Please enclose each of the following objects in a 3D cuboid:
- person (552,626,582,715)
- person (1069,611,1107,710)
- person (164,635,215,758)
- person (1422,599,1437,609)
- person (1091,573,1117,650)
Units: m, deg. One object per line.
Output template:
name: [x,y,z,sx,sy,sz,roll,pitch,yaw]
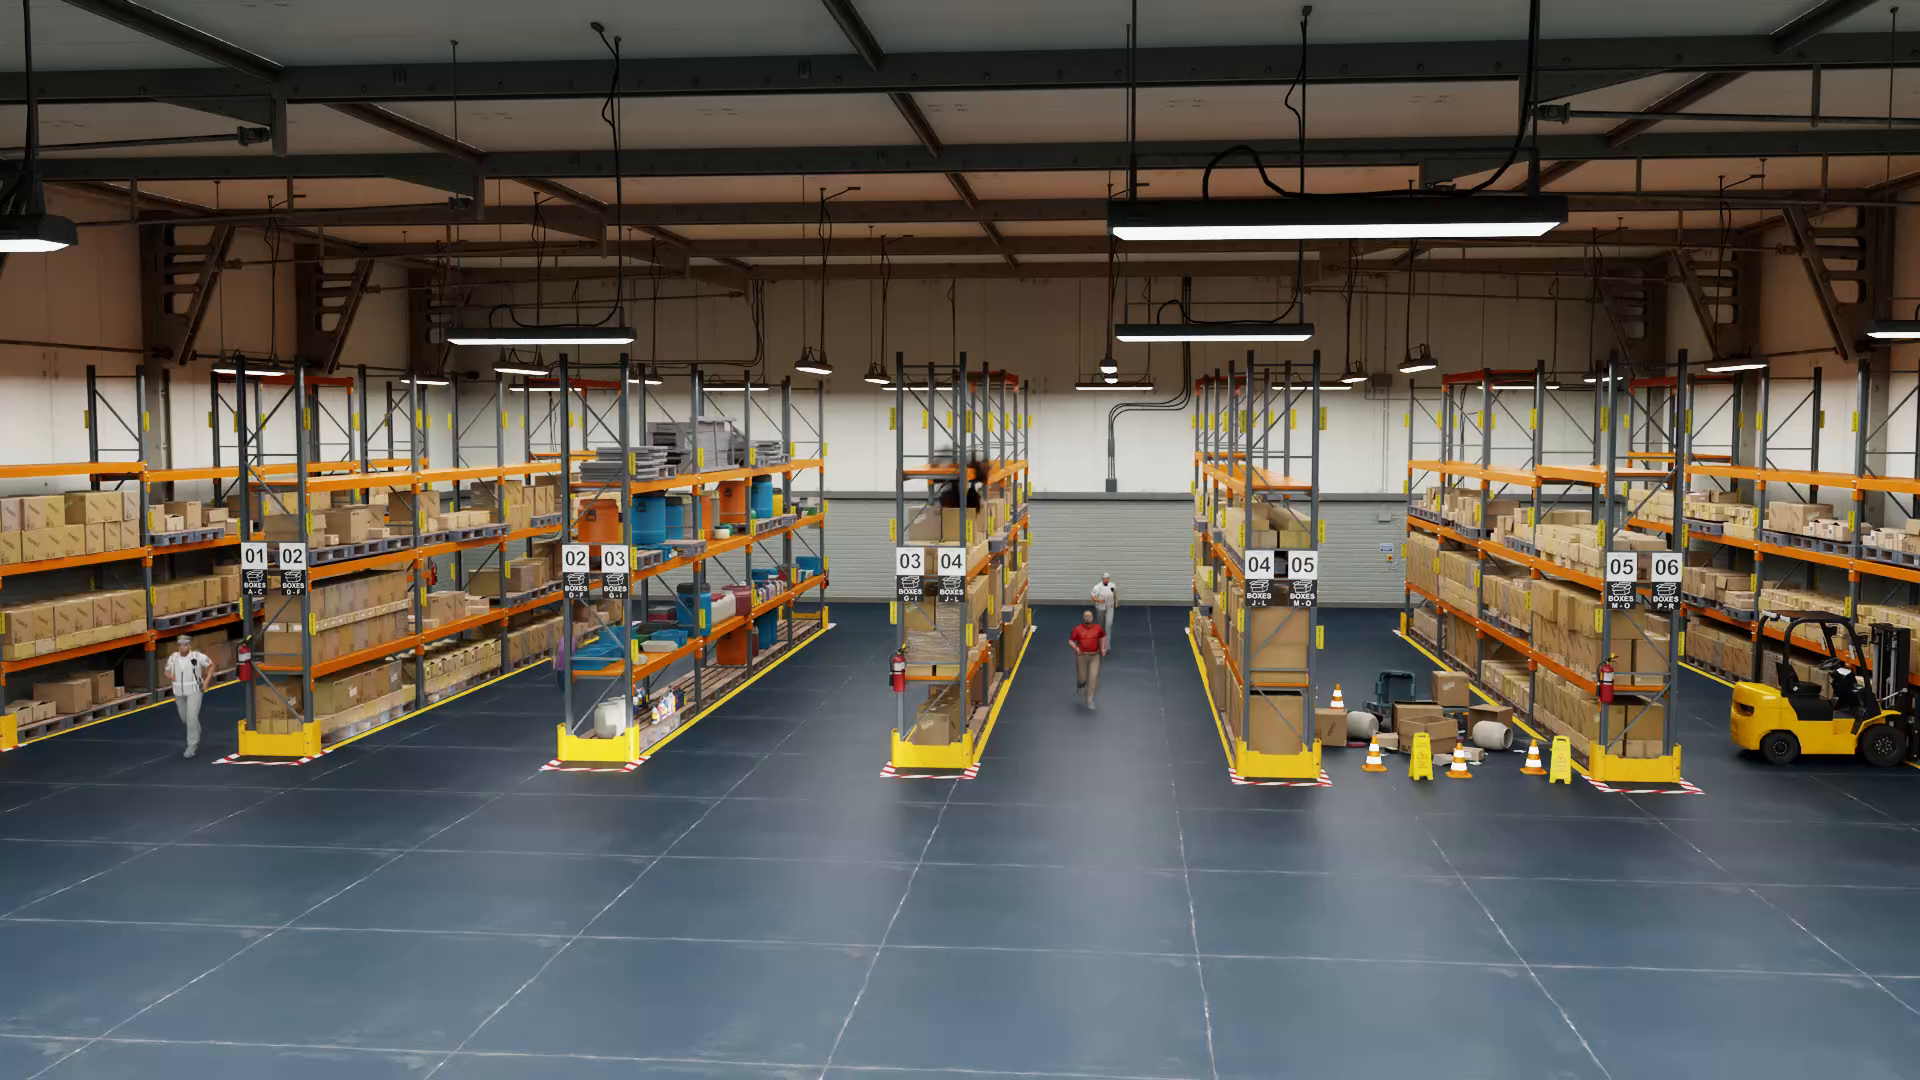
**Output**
person: [-6.718,2.210,28.512,0.522,1.554,0.598,0,4,-6]
person: [2.262,2.088,29.228,0.678,1.685,0.917,0,4,-3]
person: [-11.711,2.321,25.232,0.690,1.806,0.979,0,4,-2]
person: [11.359,1.308,40.093,0.824,1.689,0.610,2,5,30]
person: [3.208,1.559,36.910,0.628,1.684,0.981,0,4,-6]
